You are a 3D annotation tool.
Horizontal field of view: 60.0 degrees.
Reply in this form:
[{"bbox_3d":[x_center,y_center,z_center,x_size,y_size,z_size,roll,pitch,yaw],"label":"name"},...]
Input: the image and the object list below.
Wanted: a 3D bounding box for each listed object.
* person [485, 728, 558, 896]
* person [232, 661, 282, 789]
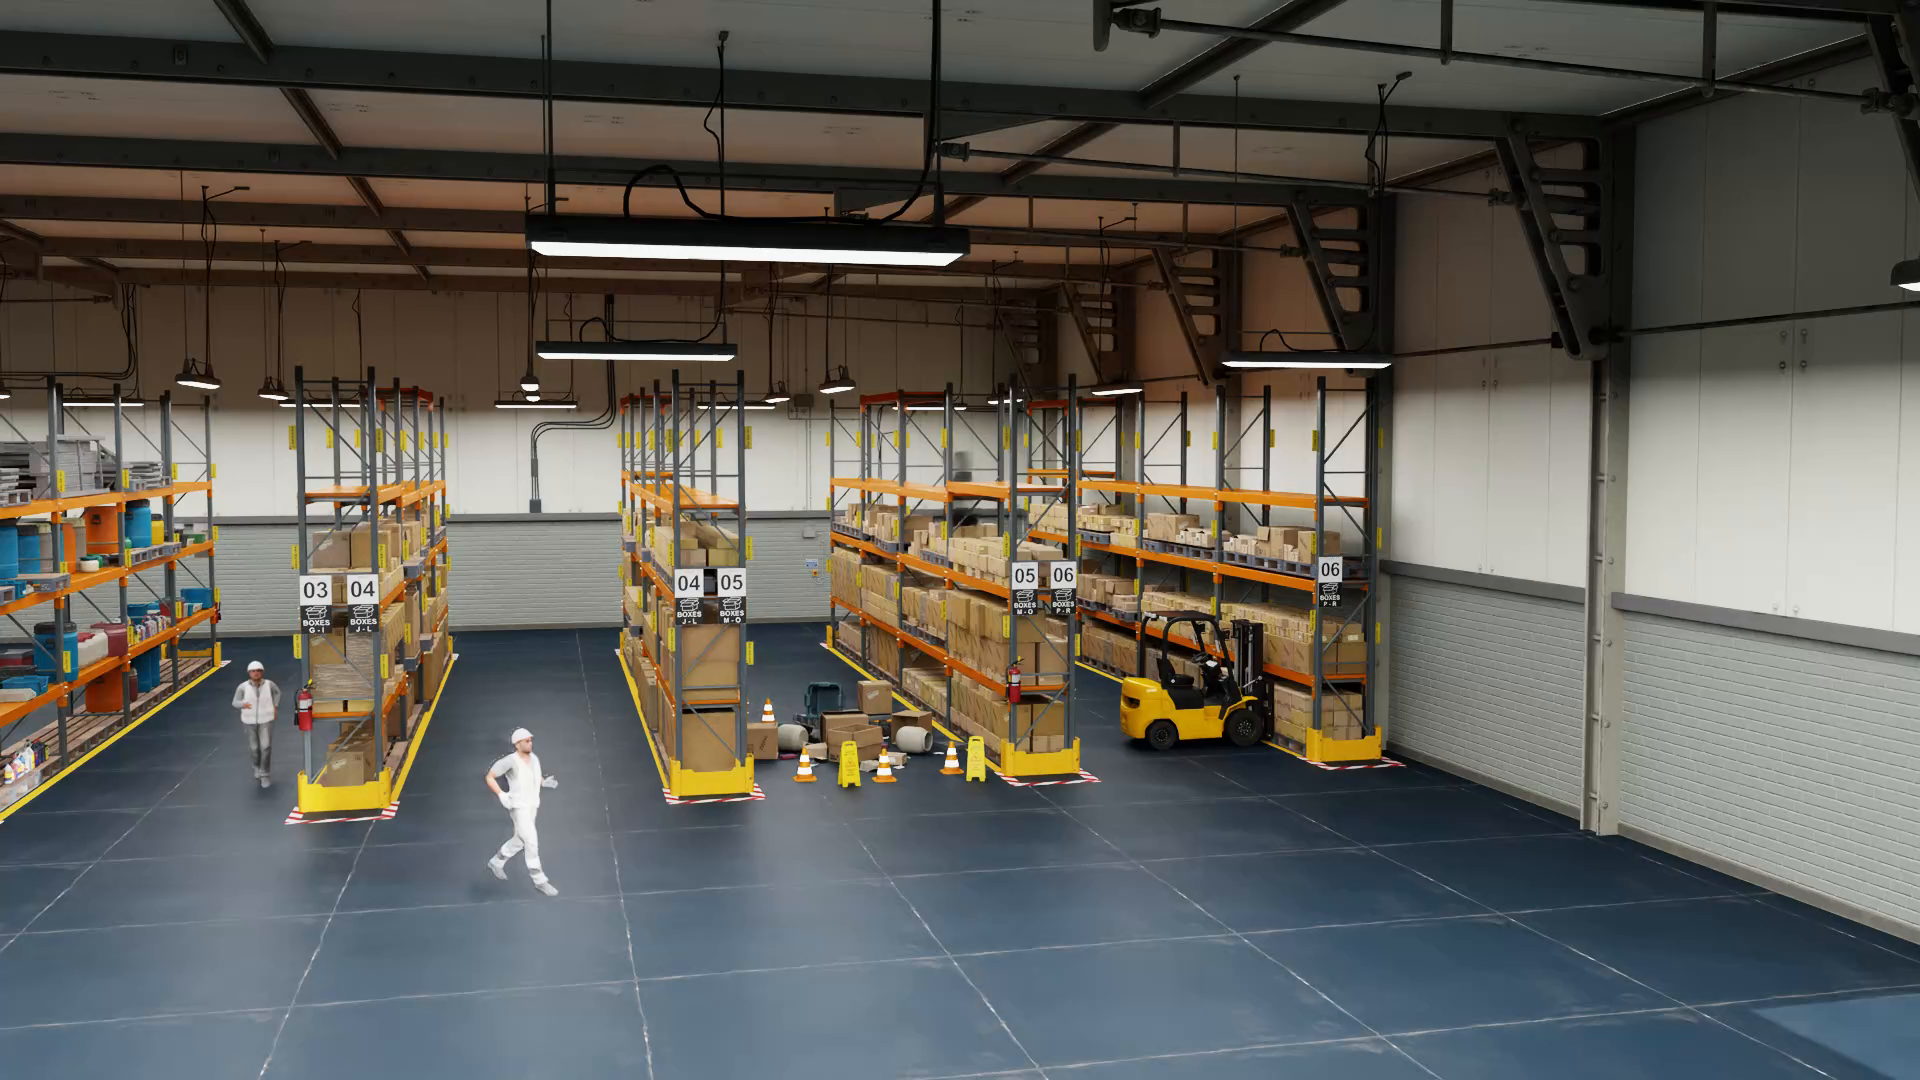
[{"bbox_3d":[-4.857,2.988,18.451,0.983,1.805,0.651,1,4,21],"label":"person"},{"bbox_3d":[-10.234,2.665,24.211,0.644,1.824,0.805,-1,4,-17],"label":"person"}]
